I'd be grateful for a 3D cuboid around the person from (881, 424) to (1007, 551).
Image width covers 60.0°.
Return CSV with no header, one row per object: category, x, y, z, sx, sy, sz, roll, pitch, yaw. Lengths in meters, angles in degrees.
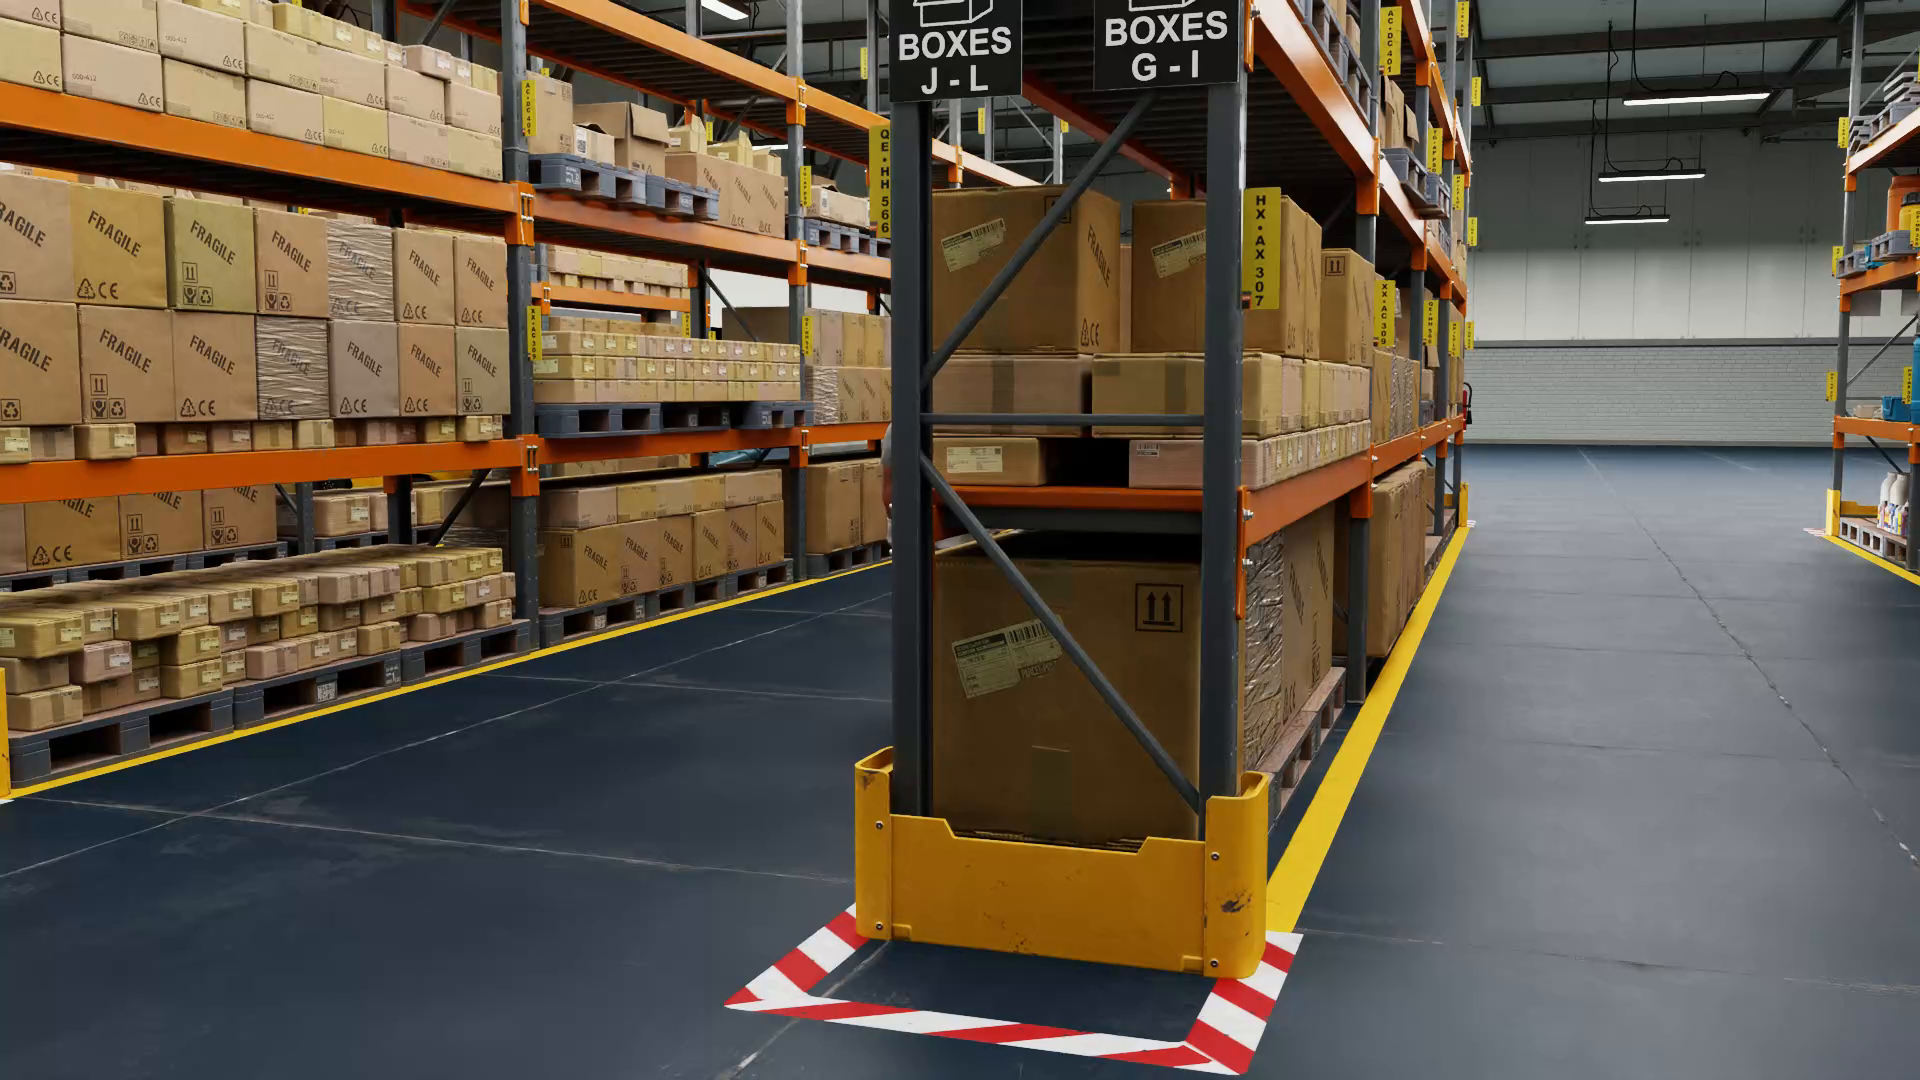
person,-0.058,-0.072,8.503,0.637,1.787,0.564,2,5,19
